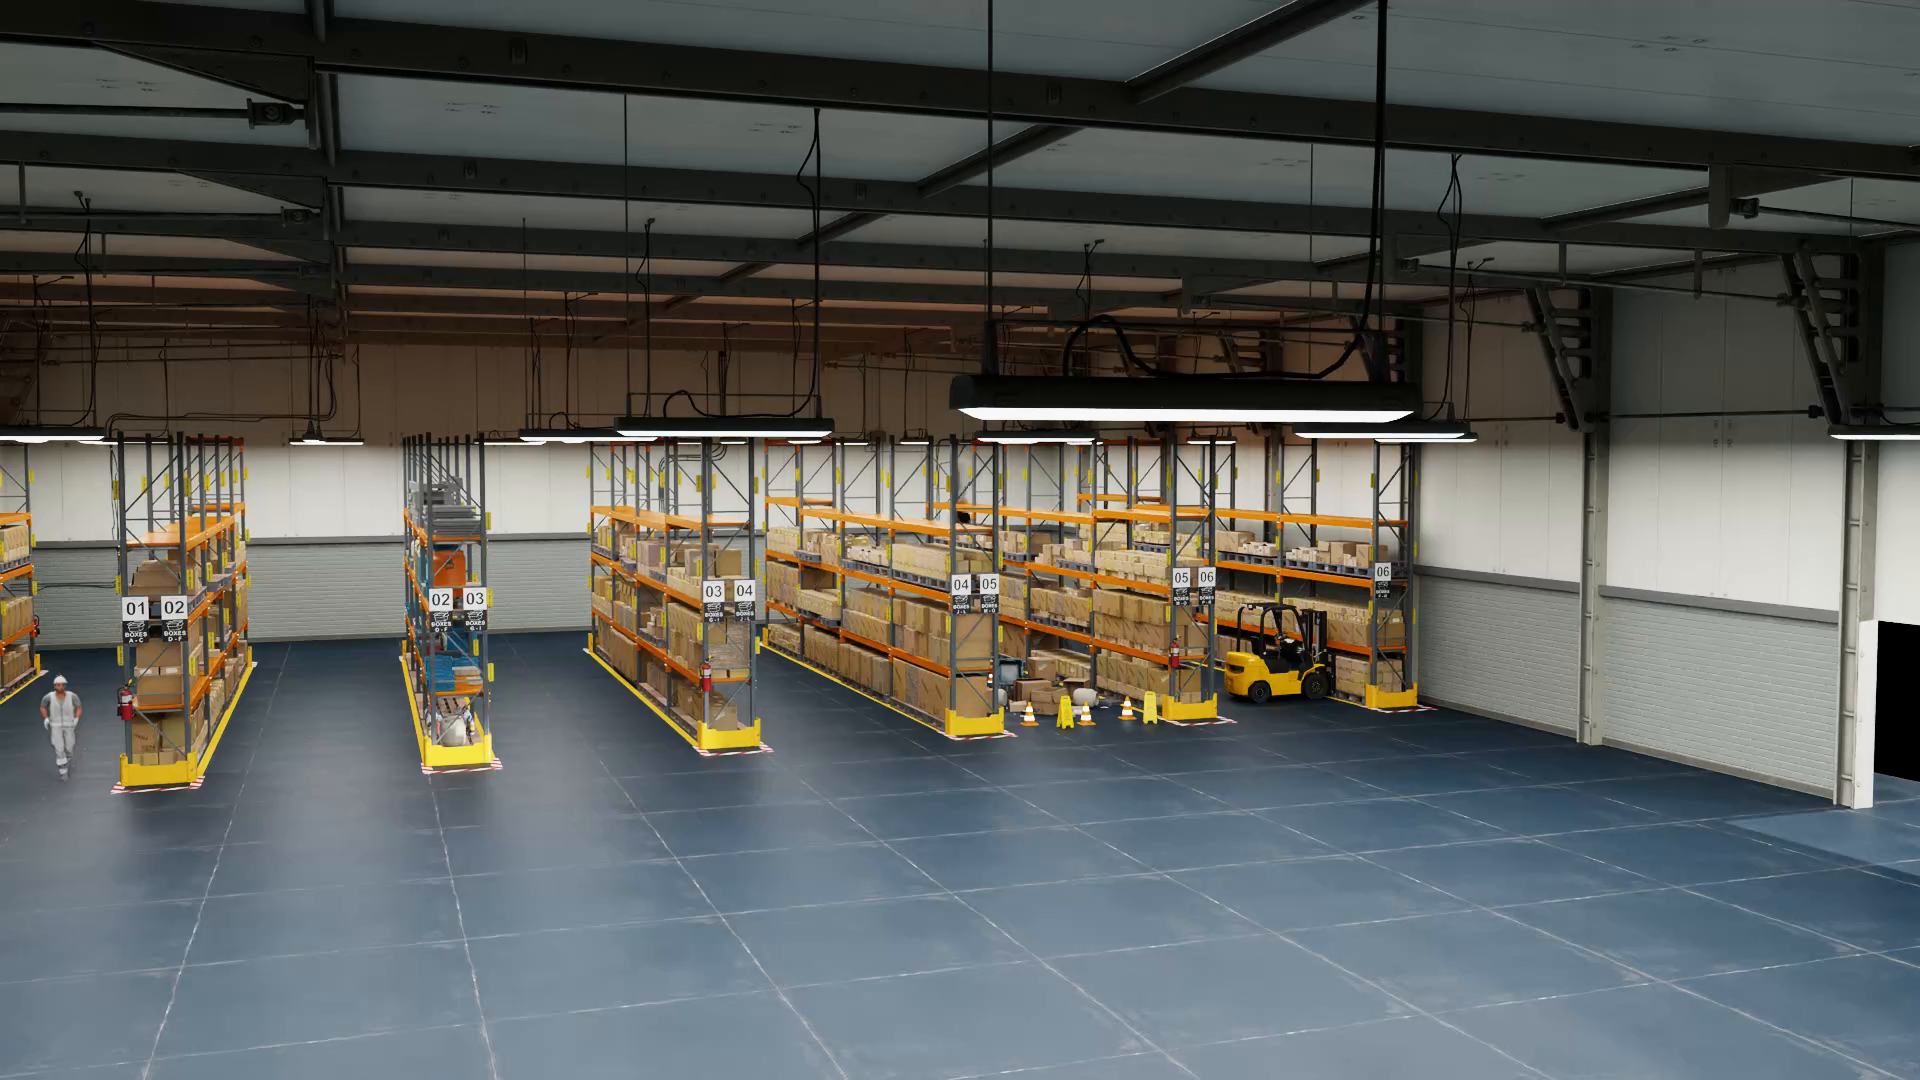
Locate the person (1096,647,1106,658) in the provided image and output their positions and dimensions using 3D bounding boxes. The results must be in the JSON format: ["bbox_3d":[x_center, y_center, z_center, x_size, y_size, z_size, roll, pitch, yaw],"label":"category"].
[{"bbox_3d":[3.627,2.534,43.035,0.608,1.644,0.897,-1,3,-23],"label":"person"}]

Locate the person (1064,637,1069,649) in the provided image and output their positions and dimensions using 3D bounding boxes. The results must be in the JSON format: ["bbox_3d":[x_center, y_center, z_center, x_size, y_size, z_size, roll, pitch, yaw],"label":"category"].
[{"bbox_3d":[2.745,2.276,46.810,0.660,1.757,0.878,-1,3,-22],"label":"person"}]

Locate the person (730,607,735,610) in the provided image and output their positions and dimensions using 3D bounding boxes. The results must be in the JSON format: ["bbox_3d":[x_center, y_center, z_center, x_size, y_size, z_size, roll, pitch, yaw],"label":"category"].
[{"bbox_3d":[-6.540,2.283,47.229,0.686,1.679,0.603,0,3,-8],"label":"person"}]

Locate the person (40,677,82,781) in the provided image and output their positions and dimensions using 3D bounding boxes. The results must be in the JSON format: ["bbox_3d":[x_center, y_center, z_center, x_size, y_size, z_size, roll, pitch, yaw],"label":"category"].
[{"bbox_3d":[-15.622,3.249,28.924,0.614,1.786,0.871,-2,4,-34],"label":"person"}]
